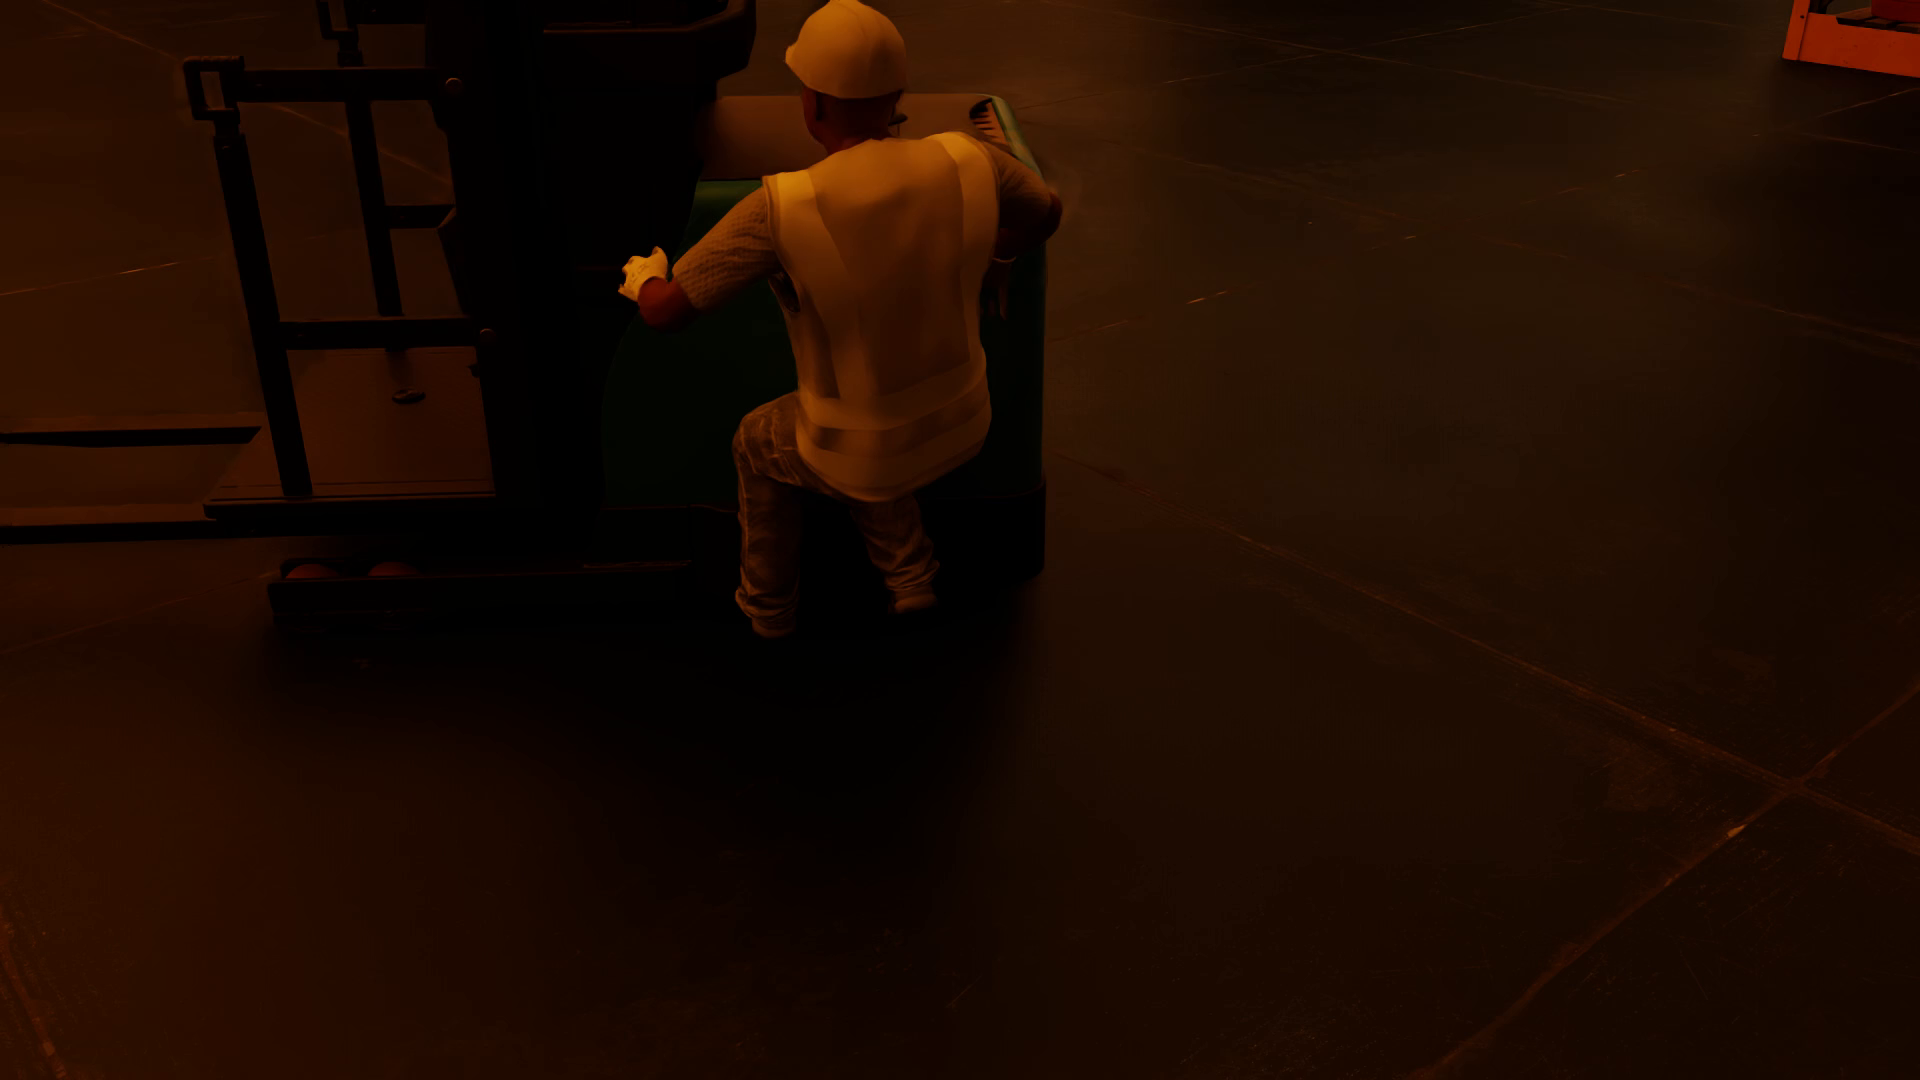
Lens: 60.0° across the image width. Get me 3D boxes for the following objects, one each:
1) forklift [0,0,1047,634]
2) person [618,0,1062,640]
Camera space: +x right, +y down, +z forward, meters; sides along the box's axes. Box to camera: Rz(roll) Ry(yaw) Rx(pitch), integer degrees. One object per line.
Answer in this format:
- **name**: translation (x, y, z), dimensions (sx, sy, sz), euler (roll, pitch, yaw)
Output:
- **forklift**: translation (-1.328, -1.329, 3.882), dimensions (3.031, 2.935, 1.130), euler (-2, 26, -4)
- **person**: translation (-0.297, -0.400, 3.599), dimensions (0.923, 1.540, 0.885), euler (-20, 33, -35)
